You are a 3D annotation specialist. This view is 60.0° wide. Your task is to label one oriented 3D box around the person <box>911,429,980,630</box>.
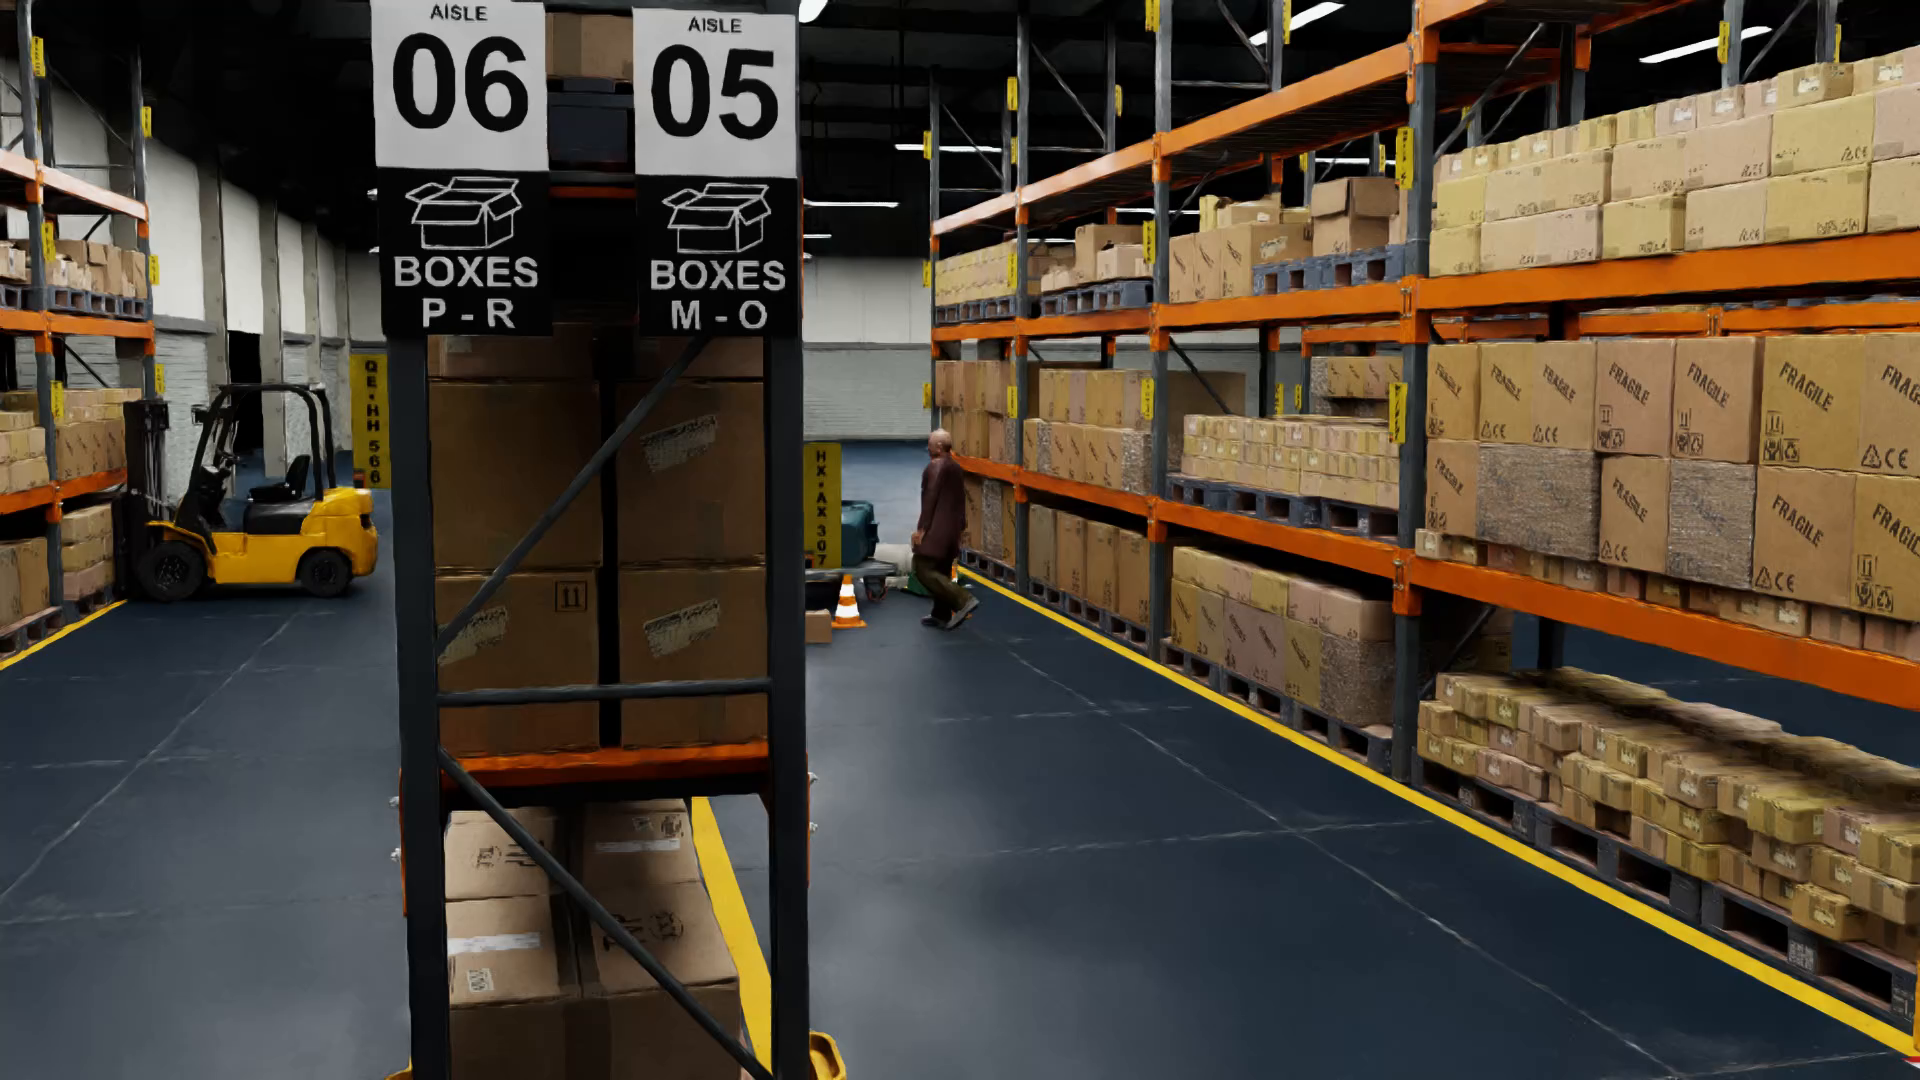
[{"bbox_3d":[-0.119,-0.081,14.498,0.703,1.770,0.697,2,6,18],"label":"person"}]
